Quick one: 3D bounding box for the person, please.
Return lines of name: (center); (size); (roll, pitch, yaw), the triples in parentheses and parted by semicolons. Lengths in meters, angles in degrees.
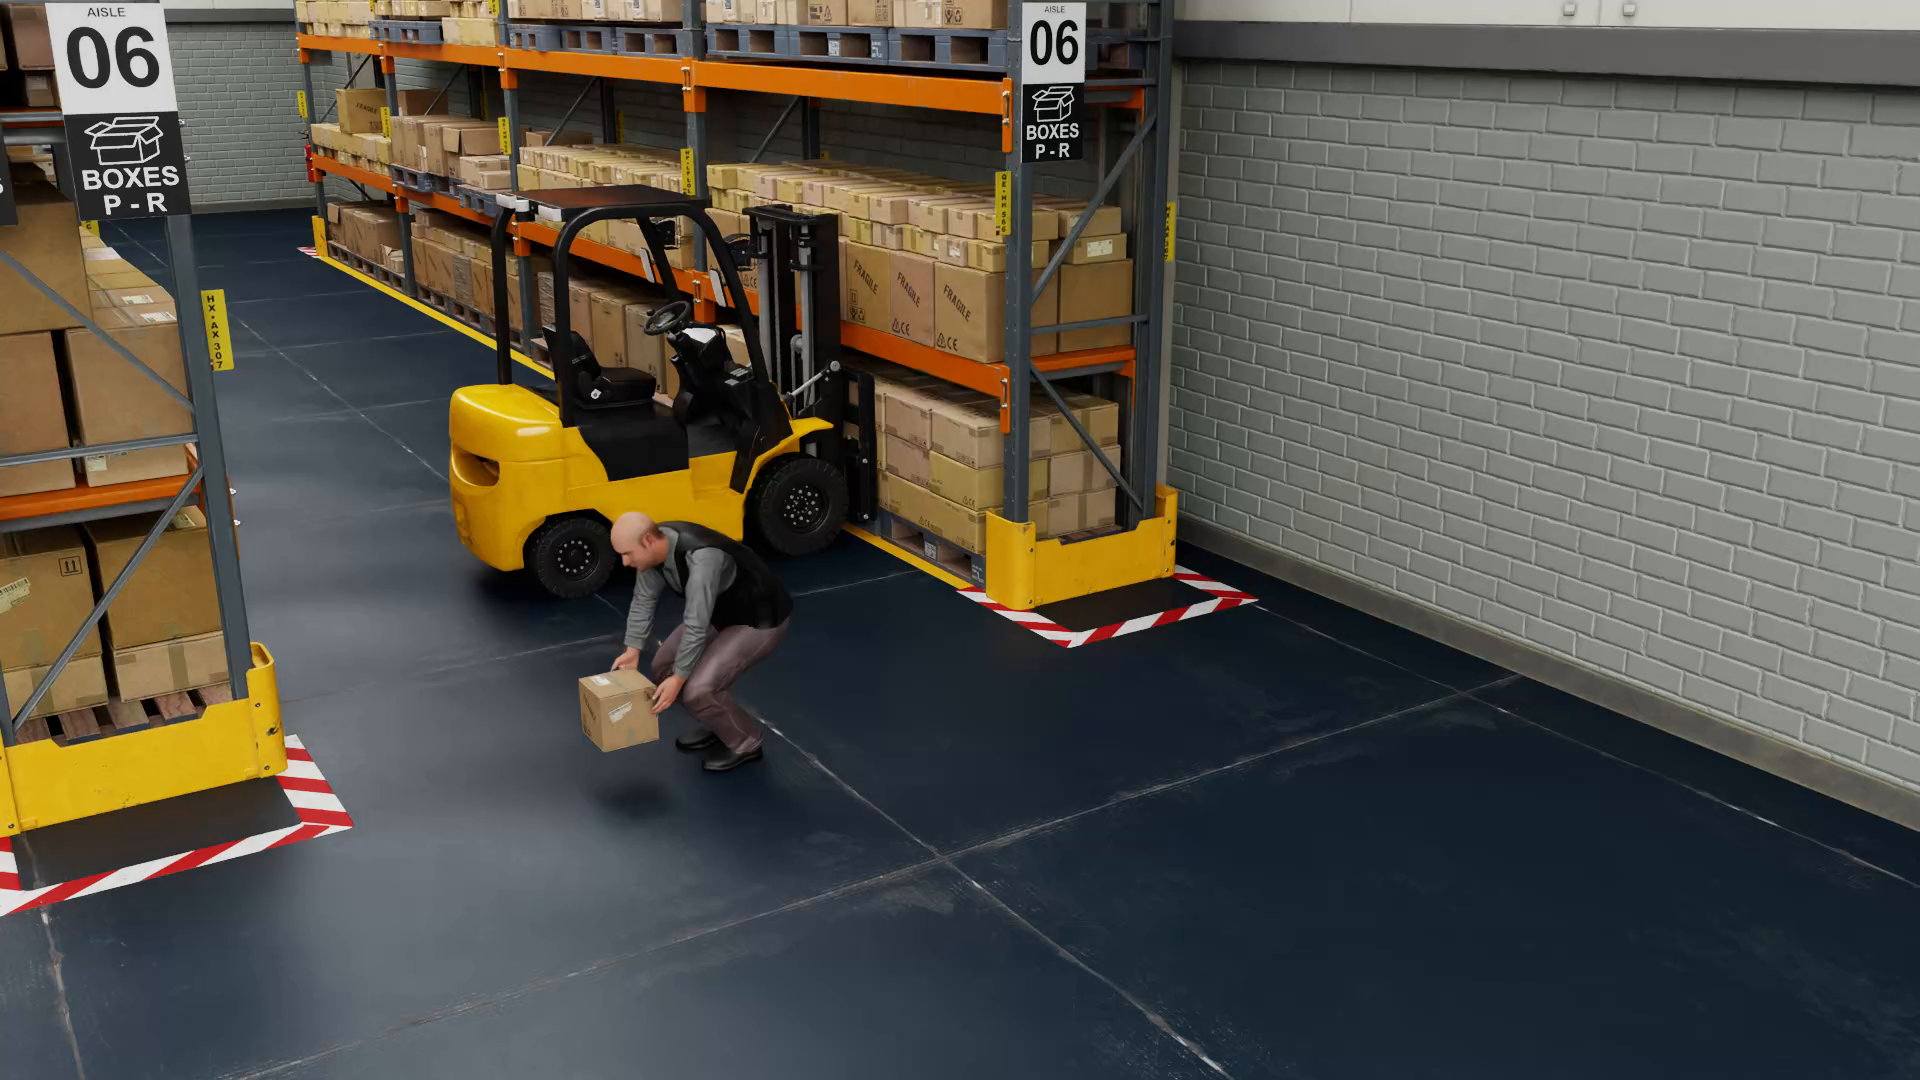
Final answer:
person: (-1.104, 0.403, 7.196); (0.798, 1.205, 0.579); (-11, 21, -32)
